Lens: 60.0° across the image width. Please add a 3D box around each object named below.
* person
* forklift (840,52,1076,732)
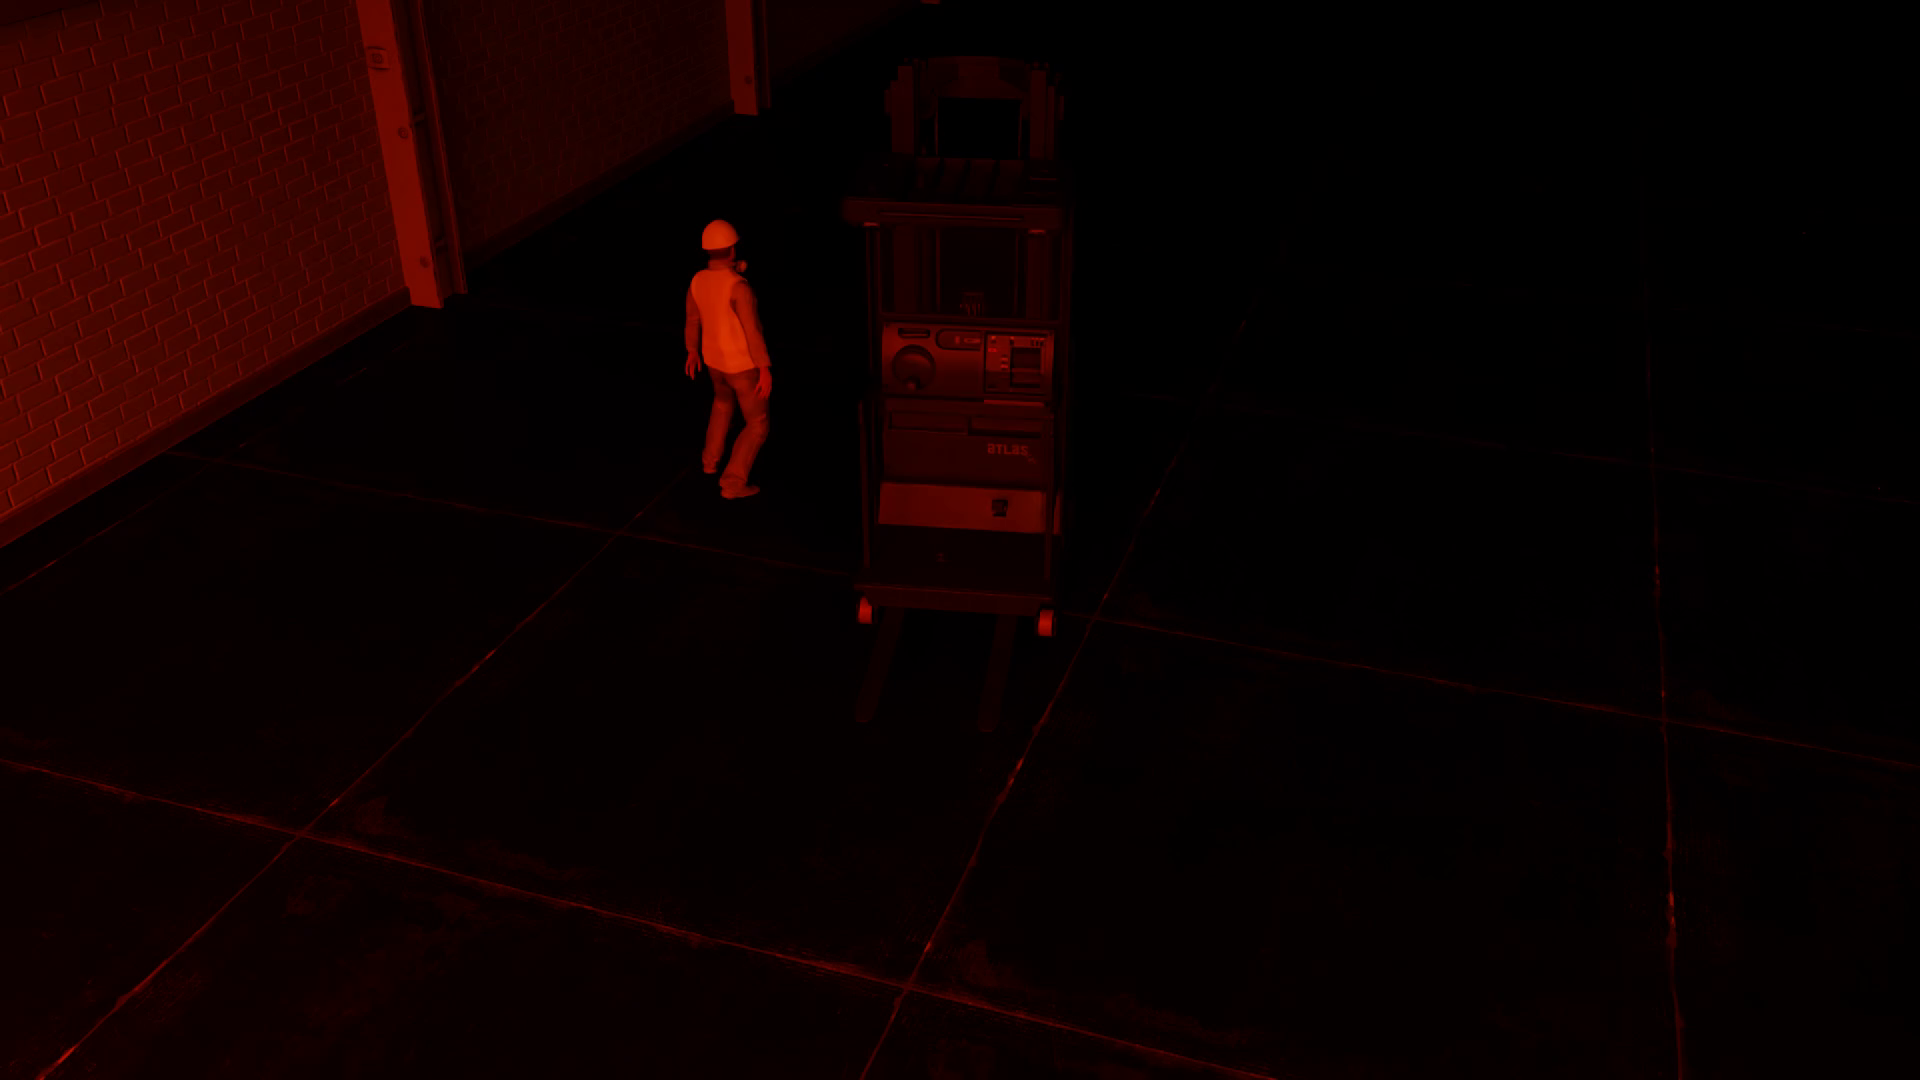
[{"bbox_3d":[-1.426,-1.103,10.358,0.486,1.745,0.854,-26,39,-38],"label":"person"},{"bbox_3d":[0.017,-0.921,8.753,1.130,2.935,3.031,4,30,6],"label":"forklift"}]
